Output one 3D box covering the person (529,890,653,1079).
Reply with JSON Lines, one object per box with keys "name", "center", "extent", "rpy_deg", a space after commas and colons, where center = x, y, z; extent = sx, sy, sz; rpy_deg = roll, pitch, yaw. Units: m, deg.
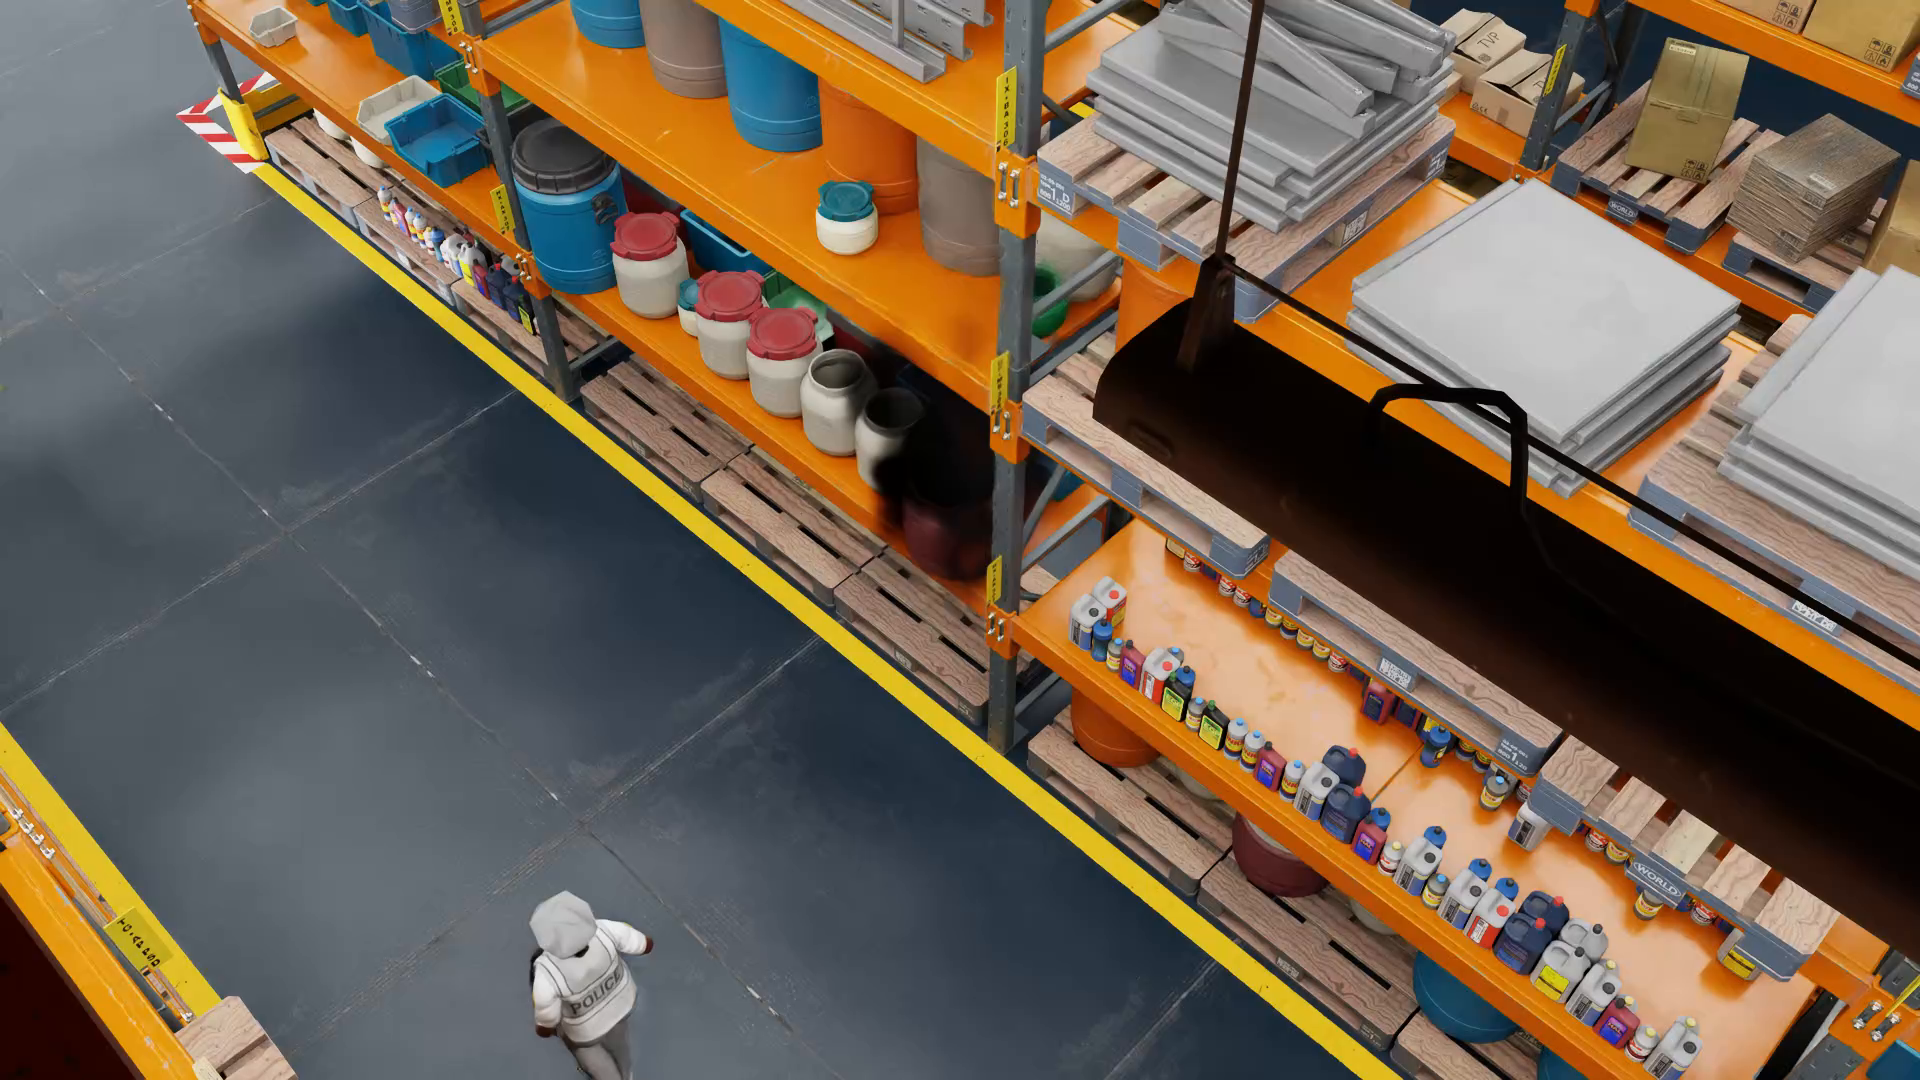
{"name": "person", "center": [-1.570, 2.025, 7.235], "extent": [0.539, 1.690, 0.599], "rpy_deg": [37, 59, 27]}
